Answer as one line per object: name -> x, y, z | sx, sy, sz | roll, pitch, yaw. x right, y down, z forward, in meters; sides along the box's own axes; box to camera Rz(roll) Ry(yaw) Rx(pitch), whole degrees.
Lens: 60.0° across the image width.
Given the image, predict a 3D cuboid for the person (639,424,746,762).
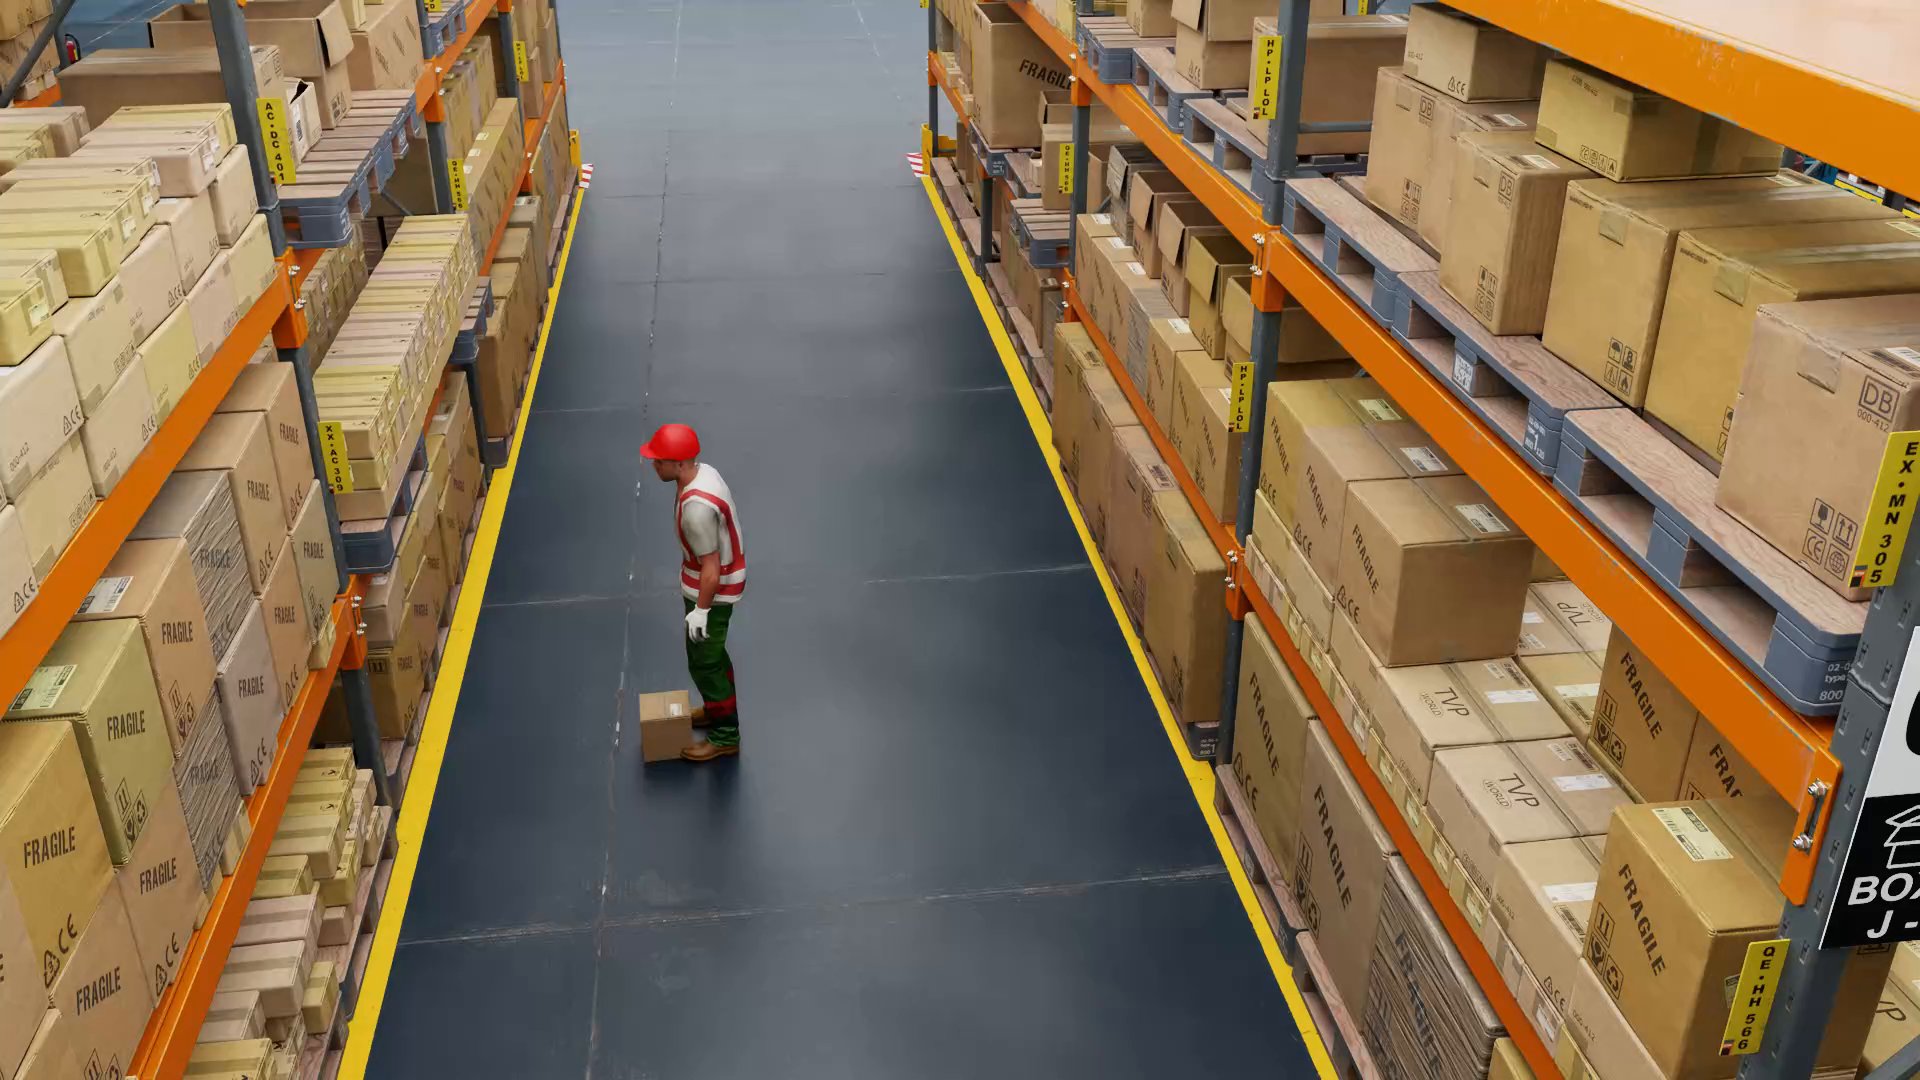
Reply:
person -> -1.269, 0.244, 8.121 | 0.456, 1.778, 0.616 | -4, 27, -8
